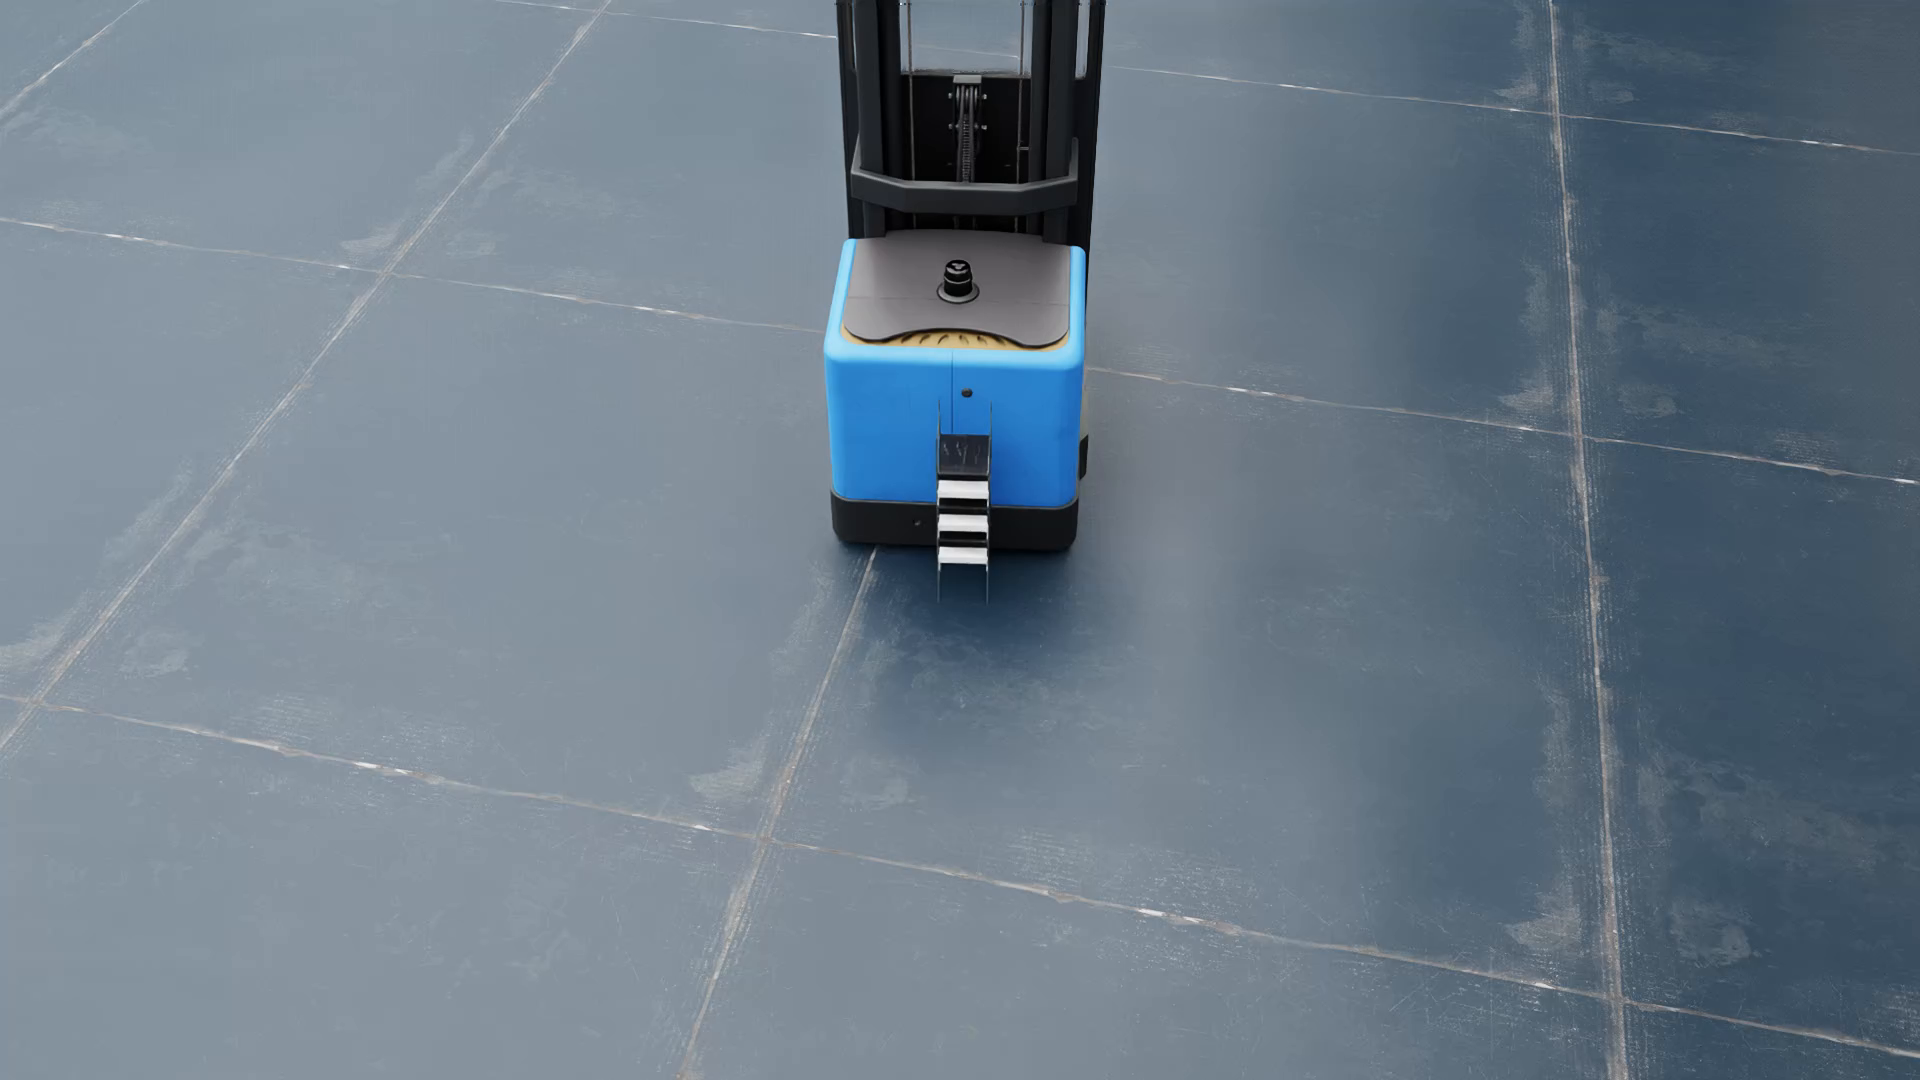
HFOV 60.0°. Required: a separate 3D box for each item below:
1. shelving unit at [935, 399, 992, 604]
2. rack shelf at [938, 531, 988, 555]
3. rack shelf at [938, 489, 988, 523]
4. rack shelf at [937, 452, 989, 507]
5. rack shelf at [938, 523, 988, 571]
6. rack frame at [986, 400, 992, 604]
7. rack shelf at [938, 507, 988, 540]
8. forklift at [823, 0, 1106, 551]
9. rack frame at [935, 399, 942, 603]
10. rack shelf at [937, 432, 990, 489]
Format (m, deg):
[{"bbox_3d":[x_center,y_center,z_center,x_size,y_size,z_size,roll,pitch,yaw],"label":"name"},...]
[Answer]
[{"bbox_3d":[0.016,-0.142,6.708,0.210,0.900,0.258,2,44,2],"label":"shelving unit"},{"bbox_3d":[0.016,-0.053,6.794,0.200,0.077,0.258,2,44,2],"label":"rack shelf"},{"bbox_3d":[0.016,-0.183,6.669,0.200,0.077,0.258,2,44,2],"label":"rack shelf"},{"bbox_3d":[0.016,-0.247,6.607,0.200,0.077,0.258,2,44,2],"label":"rack shelf"},{"bbox_3d":[0.016,0.012,6.856,0.200,0.077,0.258,2,44,2],"label":"rack shelf"},{"bbox_3d":[0.118,-0.139,6.706,0.006,0.900,0.240,2,44,2],"label":"rack frame"},{"bbox_3d":[0.016,-0.118,6.731,0.200,0.077,0.258,2,44,2],"label":"rack shelf"},{"bbox_3d":[0.059,-2.024,7.199,1.130,2.935,3.031,2,44,2],"label":"forklift"},{"bbox_3d":[-0.086,-0.144,6.711,0.006,0.900,0.240,2,44,2],"label":"rack frame"},{"bbox_3d":[0.016,-0.312,6.544,0.200,0.077,0.258,2,44,2],"label":"rack shelf"}]
